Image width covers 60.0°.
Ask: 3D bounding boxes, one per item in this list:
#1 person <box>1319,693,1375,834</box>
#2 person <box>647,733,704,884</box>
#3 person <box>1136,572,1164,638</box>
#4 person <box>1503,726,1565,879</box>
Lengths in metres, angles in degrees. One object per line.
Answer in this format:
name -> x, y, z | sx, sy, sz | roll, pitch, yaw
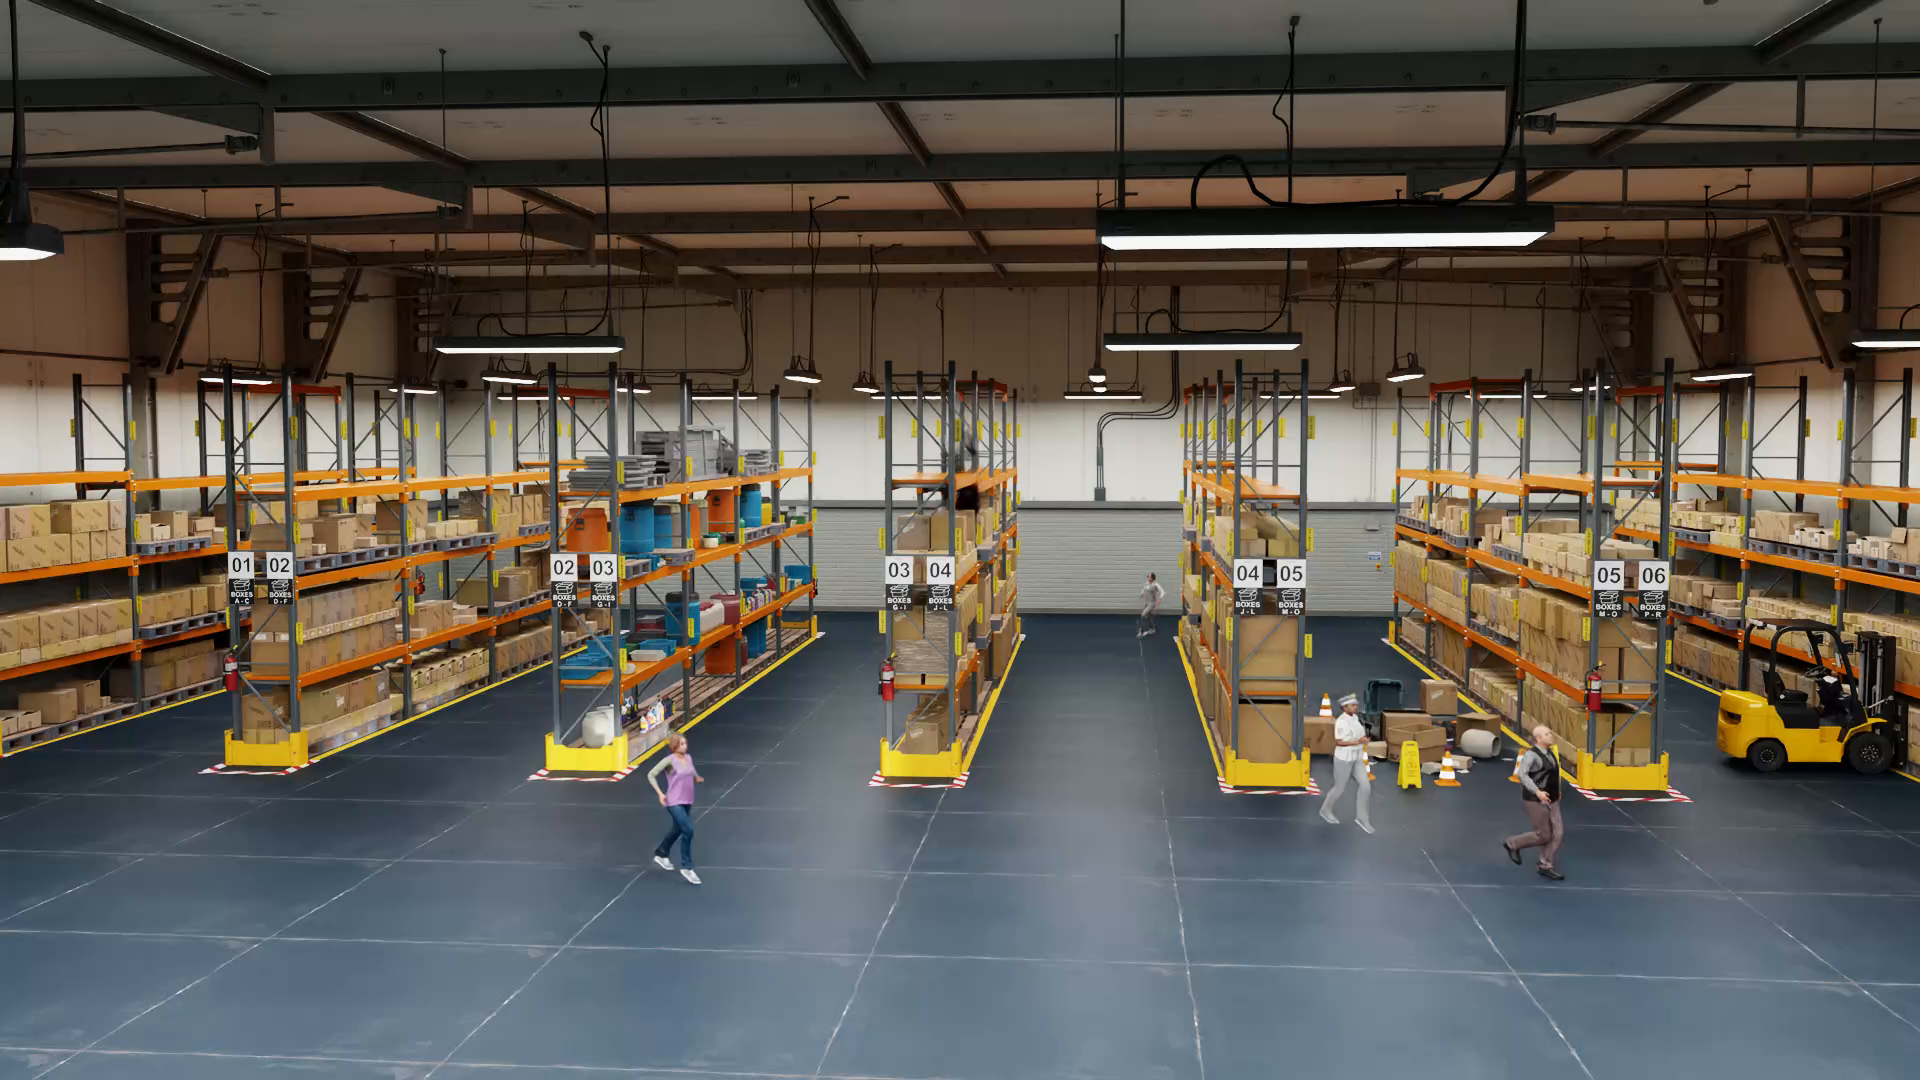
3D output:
person -> 4.854, 2.785, 20.837 | 0.564, 1.744, 0.753 | -3, 5, -40
person -> -3.156, 2.977, 18.561 | 0.740, 1.619, 0.515 | 2, 4, 28
person -> 4.602, 1.576, 40.195 | 0.689, 1.609, 0.611 | -3, 5, -35
person -> 6.501, 2.934, 18.750 | 0.668, 1.699, 0.685 | -3, 5, -41
